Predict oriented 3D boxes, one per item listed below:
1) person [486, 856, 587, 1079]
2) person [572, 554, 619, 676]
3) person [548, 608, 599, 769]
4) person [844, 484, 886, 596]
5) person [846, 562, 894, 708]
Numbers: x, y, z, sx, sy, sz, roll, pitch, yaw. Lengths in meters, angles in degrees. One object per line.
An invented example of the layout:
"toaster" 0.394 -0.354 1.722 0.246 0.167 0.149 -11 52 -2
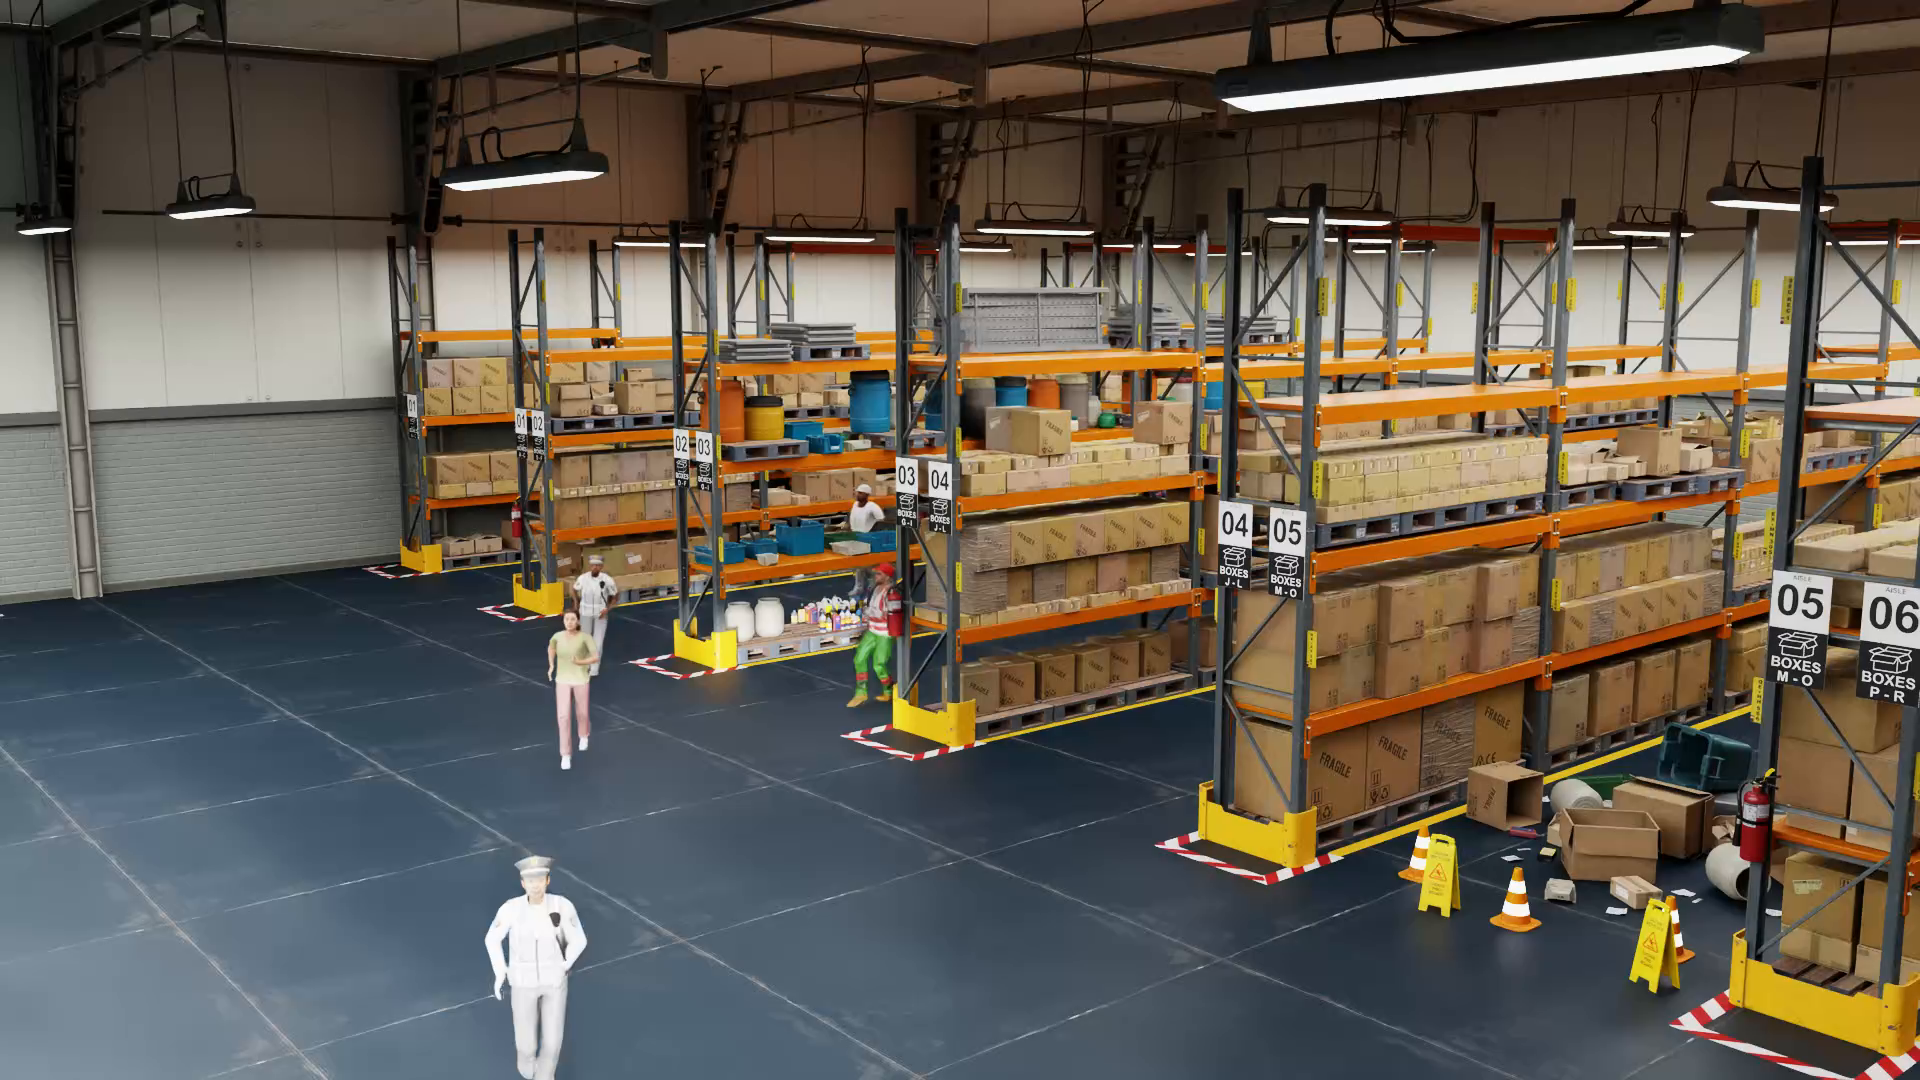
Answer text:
"person" -2.647 2.772 10.438 0.614 1.654 0.549 -3 9 -16
"person" -4.820 0.989 21.973 0.621 1.651 0.481 -1 9 -6
"person" -4.191 1.554 18.031 0.577 1.663 0.947 -1 9 -5
"person" -1.508 -0.008 26.183 0.697 1.757 0.703 8 12 44
"person" -1.015 1.065 20.375 0.769 1.571 0.638 -7 11 -38
